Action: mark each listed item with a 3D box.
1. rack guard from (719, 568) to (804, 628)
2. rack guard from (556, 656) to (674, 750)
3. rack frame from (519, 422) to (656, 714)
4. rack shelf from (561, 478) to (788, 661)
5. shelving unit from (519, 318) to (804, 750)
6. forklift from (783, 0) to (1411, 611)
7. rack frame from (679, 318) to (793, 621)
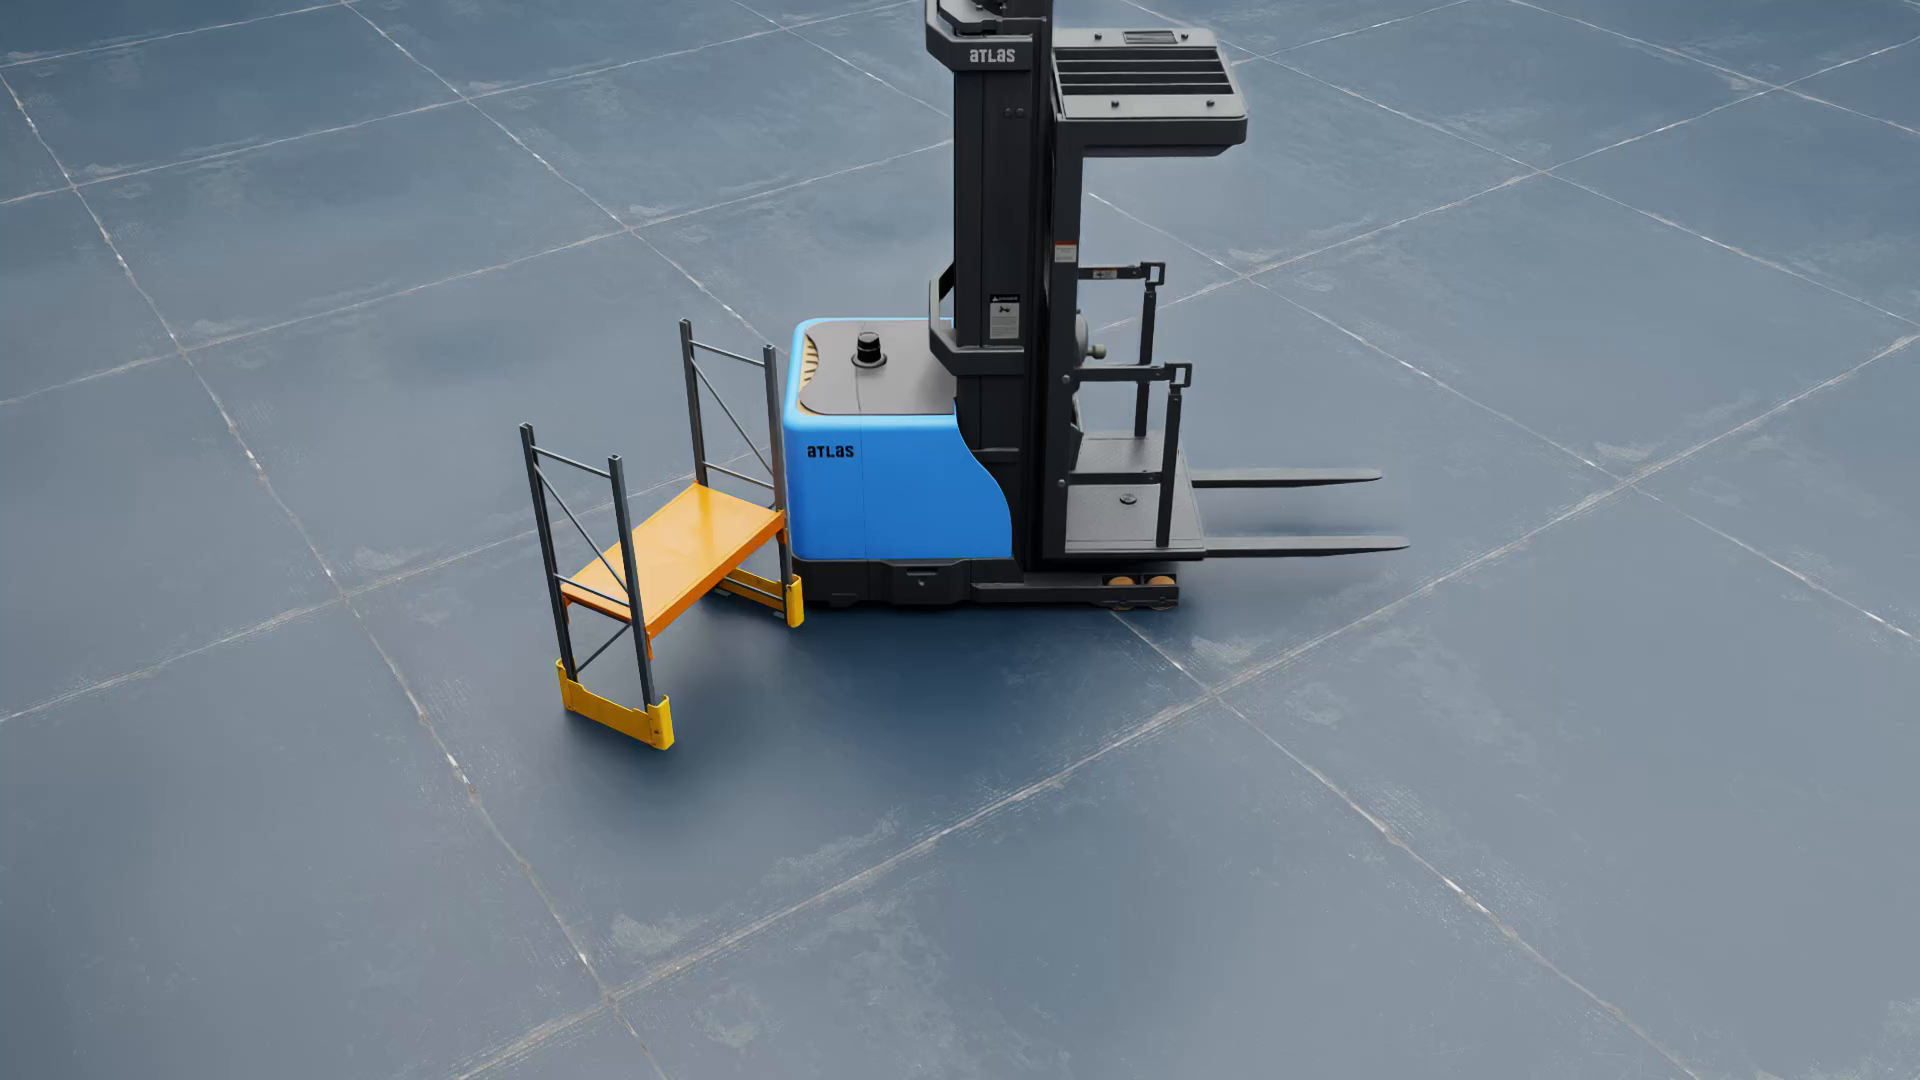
[{"bbox_3d":[-1.019,0.216,8.050,0.587,0.250,0.087,19,40,24],"label":"rack guard"},{"bbox_3d":[-1.526,0.716,7.353,0.587,0.250,0.087,19,40,24],"label":"rack guard"},{"bbox_3d":[-1.536,0.219,6.975,0.500,1.500,0.032,19,40,24],"label":"rack frame"},{"bbox_3d":[-1.277,0.109,7.435,0.538,0.185,1.000,19,40,24],"label":"rack shelf"},{"bbox_3d":[-1.272,-0.041,7.337,0.587,1.500,1.083,19,40,24],"label":"shelving unit"},{"bbox_3d":[0.688,-1.157,7.662,3.031,2.935,1.130,-1,36,-1],"label":"forklift"},{"bbox_3d":[-1.019,-0.292,7.685,0.500,1.500,0.032,19,40,24],"label":"rack frame"}]
